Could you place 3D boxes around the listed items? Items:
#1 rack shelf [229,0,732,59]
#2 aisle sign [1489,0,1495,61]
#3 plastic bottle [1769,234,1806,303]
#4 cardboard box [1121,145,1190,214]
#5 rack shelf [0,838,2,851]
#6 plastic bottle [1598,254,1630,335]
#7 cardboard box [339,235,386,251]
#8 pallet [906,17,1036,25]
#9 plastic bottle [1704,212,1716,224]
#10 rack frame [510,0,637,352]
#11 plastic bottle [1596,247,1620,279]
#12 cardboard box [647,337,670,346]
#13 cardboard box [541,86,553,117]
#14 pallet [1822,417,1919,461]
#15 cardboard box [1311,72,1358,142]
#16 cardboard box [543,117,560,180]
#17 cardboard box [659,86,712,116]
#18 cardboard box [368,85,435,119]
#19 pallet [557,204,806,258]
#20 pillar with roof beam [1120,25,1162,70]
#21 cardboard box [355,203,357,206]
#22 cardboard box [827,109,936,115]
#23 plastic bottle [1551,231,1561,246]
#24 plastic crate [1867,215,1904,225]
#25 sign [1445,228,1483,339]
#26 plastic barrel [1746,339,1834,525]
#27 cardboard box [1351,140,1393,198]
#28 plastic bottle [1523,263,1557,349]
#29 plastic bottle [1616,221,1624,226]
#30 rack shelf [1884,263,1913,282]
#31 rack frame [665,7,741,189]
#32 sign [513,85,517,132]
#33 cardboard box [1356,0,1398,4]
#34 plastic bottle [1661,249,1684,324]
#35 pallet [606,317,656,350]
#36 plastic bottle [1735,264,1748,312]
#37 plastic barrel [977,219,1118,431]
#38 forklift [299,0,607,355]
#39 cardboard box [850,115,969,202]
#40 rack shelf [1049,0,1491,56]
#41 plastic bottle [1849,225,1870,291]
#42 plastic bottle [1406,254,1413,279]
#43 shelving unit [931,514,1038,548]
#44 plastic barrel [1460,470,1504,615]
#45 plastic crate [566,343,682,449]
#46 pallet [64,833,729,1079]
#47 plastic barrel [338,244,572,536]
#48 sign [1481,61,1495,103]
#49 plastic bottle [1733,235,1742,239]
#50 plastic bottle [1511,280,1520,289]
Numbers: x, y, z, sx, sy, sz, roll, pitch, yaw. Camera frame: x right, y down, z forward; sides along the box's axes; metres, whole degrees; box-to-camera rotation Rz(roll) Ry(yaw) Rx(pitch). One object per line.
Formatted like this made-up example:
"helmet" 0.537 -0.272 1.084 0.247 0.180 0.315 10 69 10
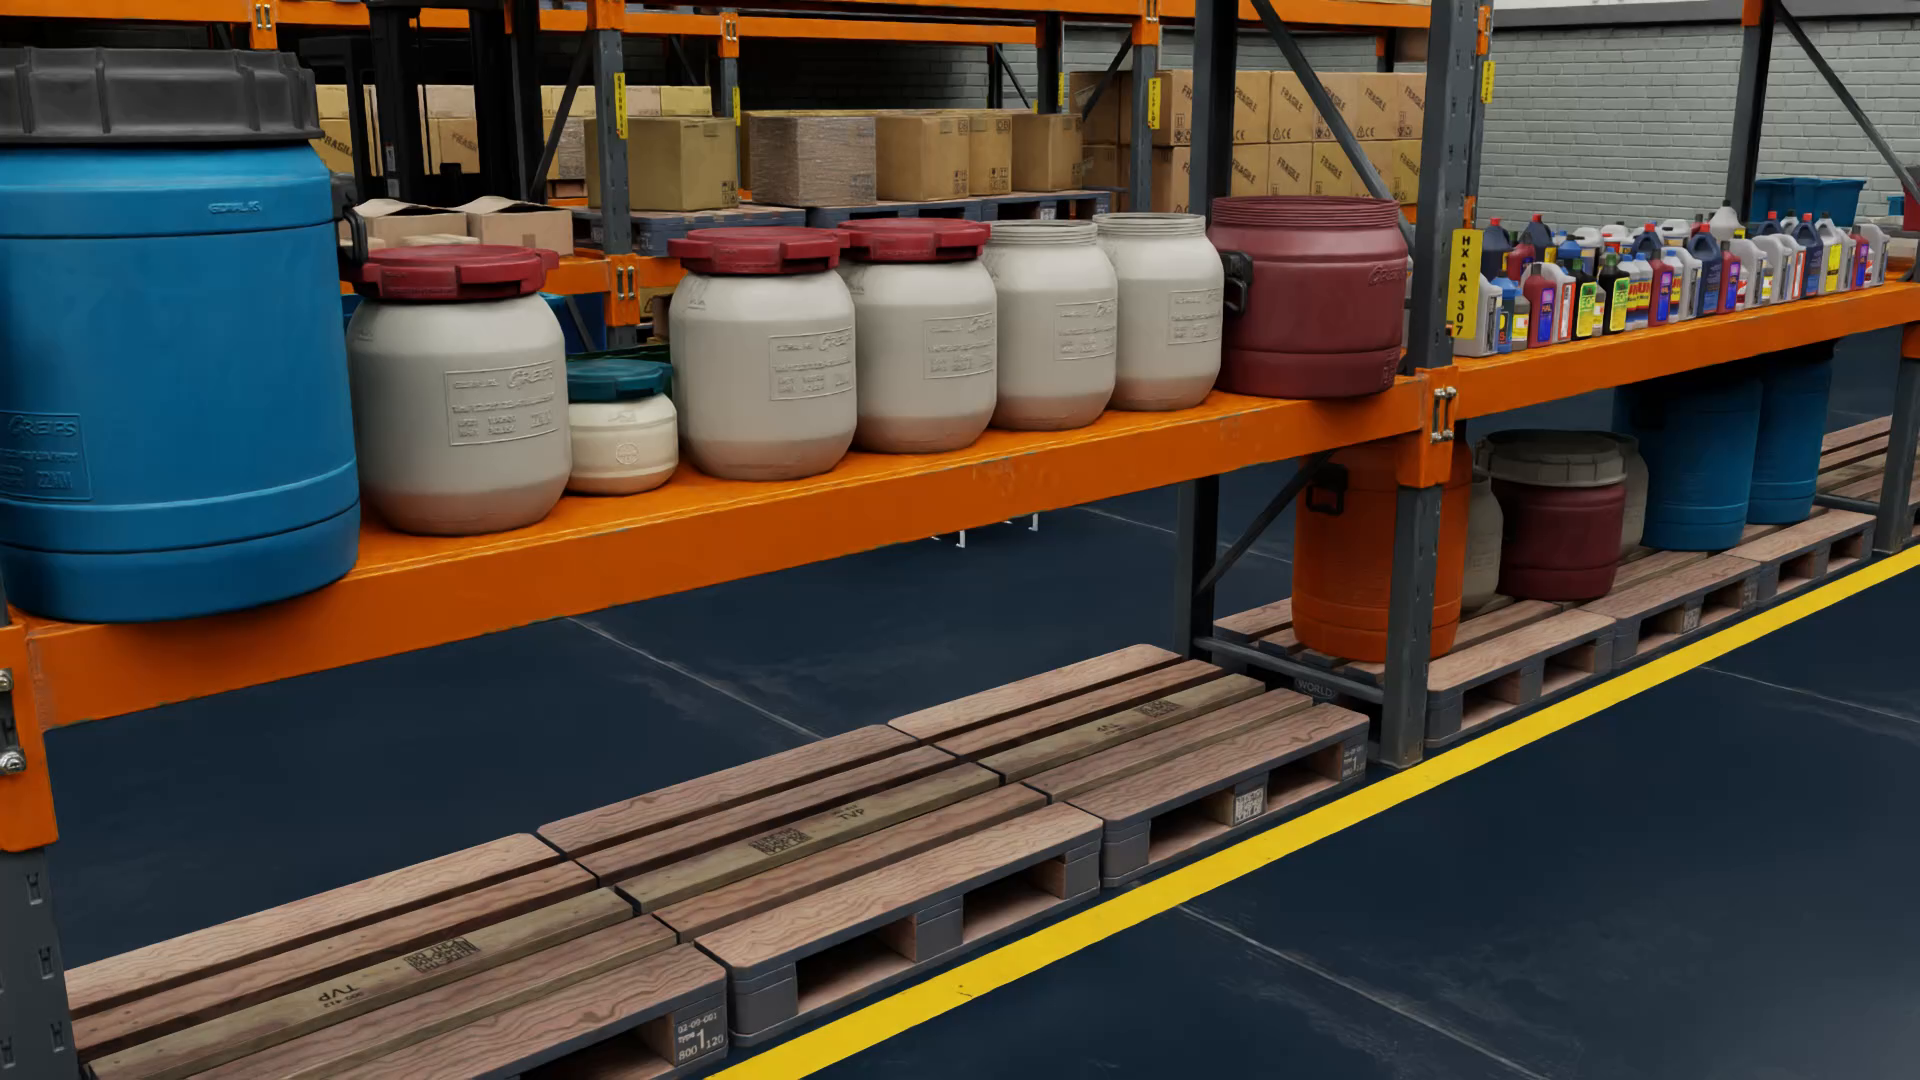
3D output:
"rack shelf" -3.843 -4.168 13.623 4.000 0.370 1.077 -13 19 -39
"aisle sign" 4.191 -4.327 13.599 0.004 0.787 0.394 -13 19 -39
"plastic bottle" 3.428 -1.139 6.944 0.135 0.276 0.152 -13 19 -39
"cardboard box" 1.484 -2.523 11.689 0.500 0.500 0.500 -12 19 -38
"rack shelf" -3.374 0.565 1.715 4.000 0.370 1.077 -13 19 -39
"plastic bottle" 2.345 -0.884 5.973 0.133 0.283 0.061 -13 19 -39
"cardboard box" -3.022 -1.415 8.223 0.250 0.149 0.380 -11 18 -35
"pallet" 0.131 -5.361 16.868 1.213 0.211 1.003 -13 19 -39
"plastic bottle" 3.613 -1.441 8.058 0.133 0.283 0.061 -13 19 -39
"rack frame" -2.097 -1.764 9.040 0.127 3.000 1.000 -13 19 -39
"plastic bottle" 2.793 -1.159 7.161 0.097 0.201 0.097 0 15 0
"cardboard box" -1.545 -0.973 10.070 0.500 0.500 0.500 -12 19 -37
"cardboard box" -3.679 -3.583 13.587 0.500 0.250 0.500 -13 20 -40
"pallet" 5.619 -0.469 9.597 1.213 0.211 1.003 -13 19 -39
"cardboard box" 2.627 -3.260 12.510 0.500 0.500 0.500 -12 19 -38
"cardboard box" -3.653 -3.222 13.691 0.500 0.500 0.500 -12 19 -38
"cardboard box" -2.518 -3.840 14.552 0.500 0.250 0.500 -12 19 -38
"cardboard box" -4.435 -3.409 12.939 0.500 0.250 0.500 -13 20 -40
"pallet" -1.632 -1.799 9.546 1.003 0.211 1.213 -13 19 -39
"pillar with roof beam" 4.978 -6.769 16.153 0.400 9.000 9.100 -13 19 -39
"cardboard box" -4.755 -2.667 12.872 0.250 0.149 0.380 -12 19 -39
"cardboard box" -0.817 -3.886 16.406 0.700 0.700 0.980 -14 20 -42
"plastic bottle" 2.518 -1.183 7.116 0.097 0.271 0.097 0 15 0
"plastic crate" 5.286 -1.731 9.314 0.466 0.136 0.293 -13 19 -39
"sign" 1.518 -0.772 5.010 0.005 0.325 0.100 -13 19 -39
"plastic barrel" 3.748 -0.577 7.849 0.708 0.901 0.600 -13 19 -39
"cardboard box" 3.010 -2.866 12.975 0.500 0.500 0.500 -12 19 -39
"plastic bottle" 1.968 -0.800 5.657 0.133 0.283 0.061 -13 19 -39
"plastic bottle" 2.943 -1.290 7.495 0.133 0.283 0.061 -13 19 -39
"rack shelf" 5.678 -1.468 9.326 4.000 0.370 1.077 -13 19 -39
"rack frame" -2.334 -3.405 15.185 0.127 3.000 1.000 -13 19 -39
"sign" -2.460 -2.389 9.291 0.005 0.325 0.100 -13 19 -39
"cardboard box" 2.971 -4.188 12.593 0.500 0.250 0.500 -13 19 -39
"plastic bottle" 2.667 -0.957 6.269 0.097 0.271 0.097 0 15 0
"pallet" -2.867 -1.912 15.001 1.213 0.211 1.003 -13 19 -39
"plastic bottle" 3.082 -1.016 6.627 0.097 0.201 0.097 0 15 0
"plastic barrel" 0.198 -0.566 4.338 0.421 0.512 0.421 0 15 0
"forklift" -3.725 -2.366 11.428 3.031 2.935 1.130 14 21 43
"cardboard box" -0.372 -2.381 10.345 0.700 0.500 0.500 10 18 33
"rack shelf" 2.429 -3.882 12.551 4.000 0.370 1.077 -13 19 -39
"plastic bottle" 3.940 -1.242 7.314 0.133 0.283 0.061 -13 19 -39
"plastic bottle" 1.744 -1.009 6.465 0.097 0.271 0.097 0 15 0
"shelving unit" 0.125 -0.608 8.200 0.503 1.200 0.258 -13 19 -39
"plastic barrel" 1.877 0.001 6.441 0.421 0.512 0.421 0 15 0
"plastic crate" -0.737 -0.369 4.229 0.662 0.188 0.450 -13 19 -39
"pallet" -1.299 1.085 3.777 1.213 0.211 1.003 -13 19 -39
"plastic barrel" -1.000 -0.306 3.320 0.433 0.535 0.433 0 15 0
"sign" 4.287 -3.720 13.507 0.005 0.325 0.100 -13 19 -39
"plastic bottle" 3.231 -1.136 6.938 0.097 0.271 0.097 0 15 0
"plastic bottle" 1.944 -0.813 5.865 0.097 0.201 0.097 0 15 0
